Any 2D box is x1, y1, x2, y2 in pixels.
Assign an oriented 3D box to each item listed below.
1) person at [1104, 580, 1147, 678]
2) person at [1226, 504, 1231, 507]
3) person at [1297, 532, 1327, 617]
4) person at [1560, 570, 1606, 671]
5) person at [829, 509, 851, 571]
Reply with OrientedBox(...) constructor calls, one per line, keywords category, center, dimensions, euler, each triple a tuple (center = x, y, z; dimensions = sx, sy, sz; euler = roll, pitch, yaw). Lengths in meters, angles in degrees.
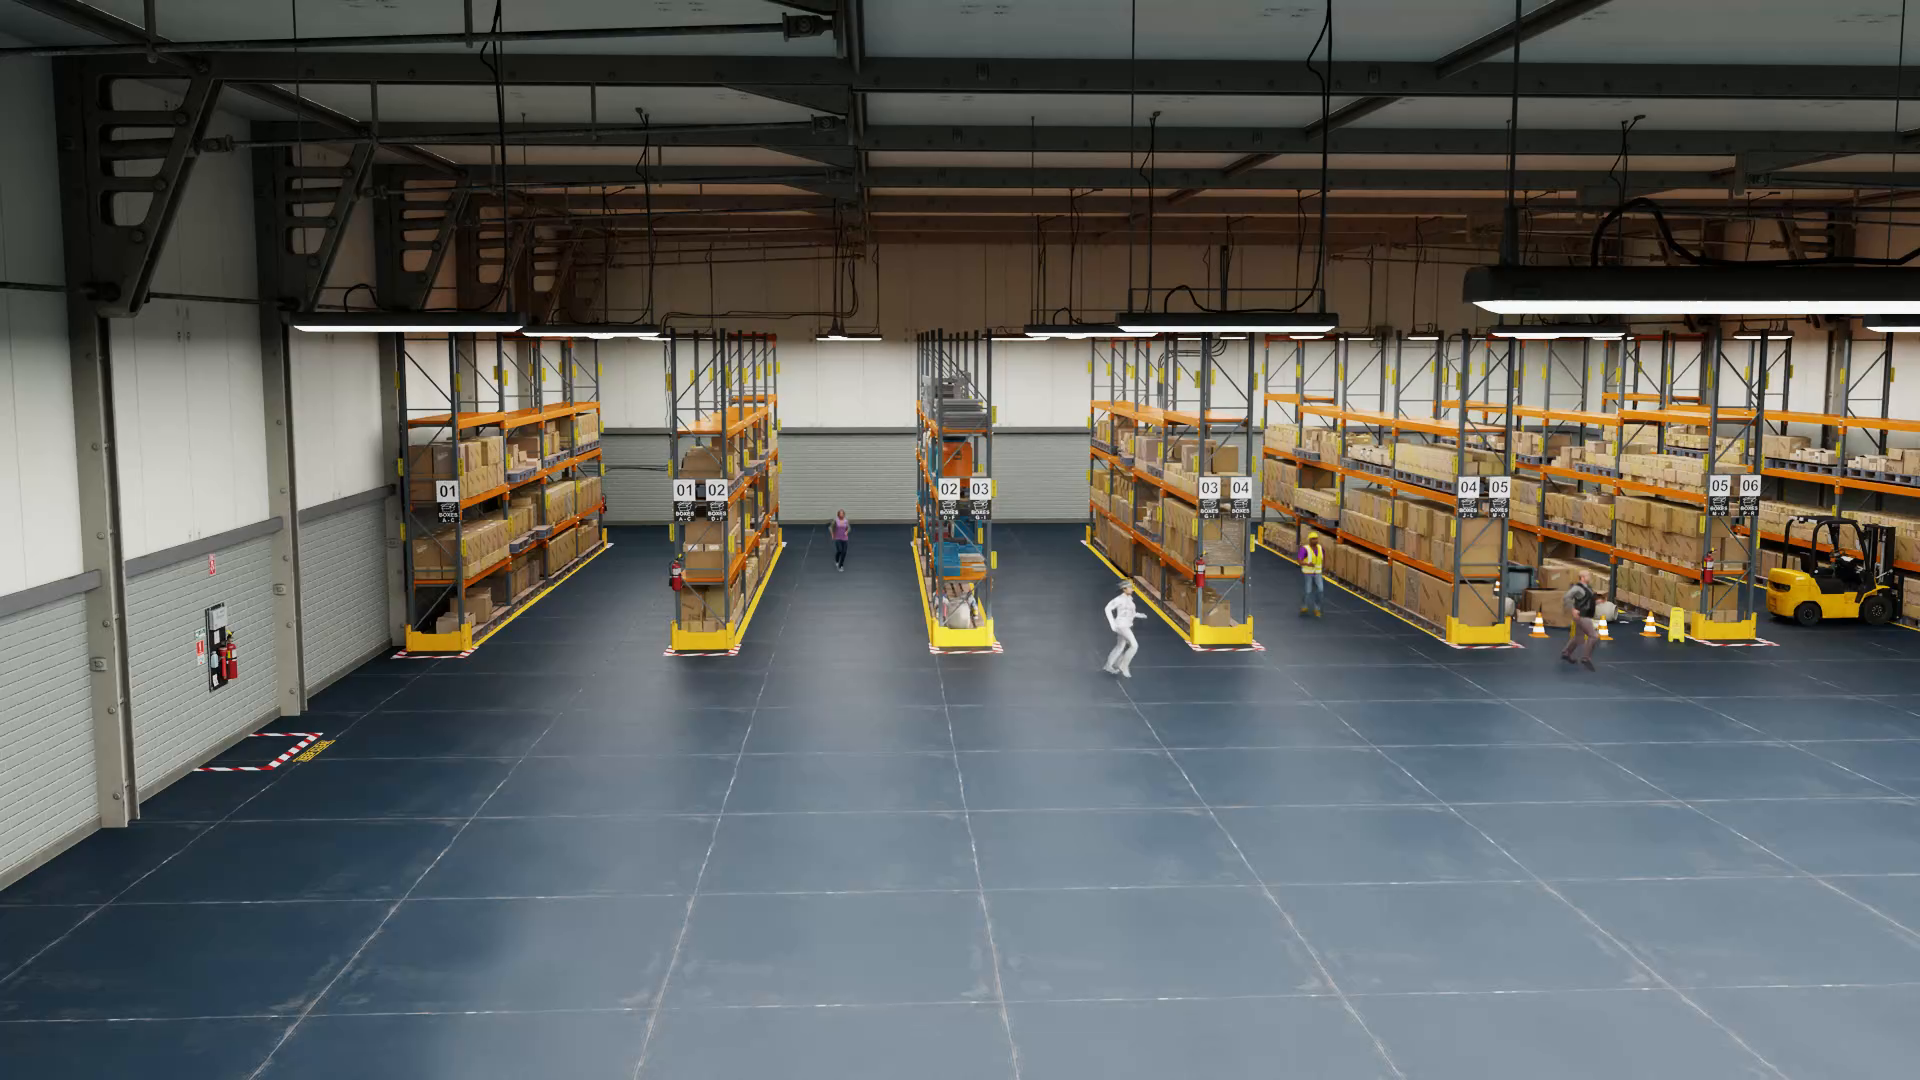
OrientedBox(category="person", center=(2.833, 1.524, 28.613), dimensions=(0.783, 1.714, 0.574), euler=(3, 7, 26))
OrientedBox(category="person", center=(7.435, -0.556, 45.930), dimensions=(0.739, 1.756, 0.952), euler=(0, 7, -3))
OrientedBox(category="person", center=(7.435, 0.744, 35.023), dimensions=(0.726, 1.840, 0.743), euler=(-1, 7, -11))
OrientedBox(category="person", center=(11.019, 1.415, 29.413), dimensions=(0.758, 1.781, 0.626), euler=(5, 8, 34))
OrientedBox(category="person", center=(-2.993, 0.007, 41.844), dimensions=(0.515, 1.562, 0.596), euler=(-2, 7, -18))
